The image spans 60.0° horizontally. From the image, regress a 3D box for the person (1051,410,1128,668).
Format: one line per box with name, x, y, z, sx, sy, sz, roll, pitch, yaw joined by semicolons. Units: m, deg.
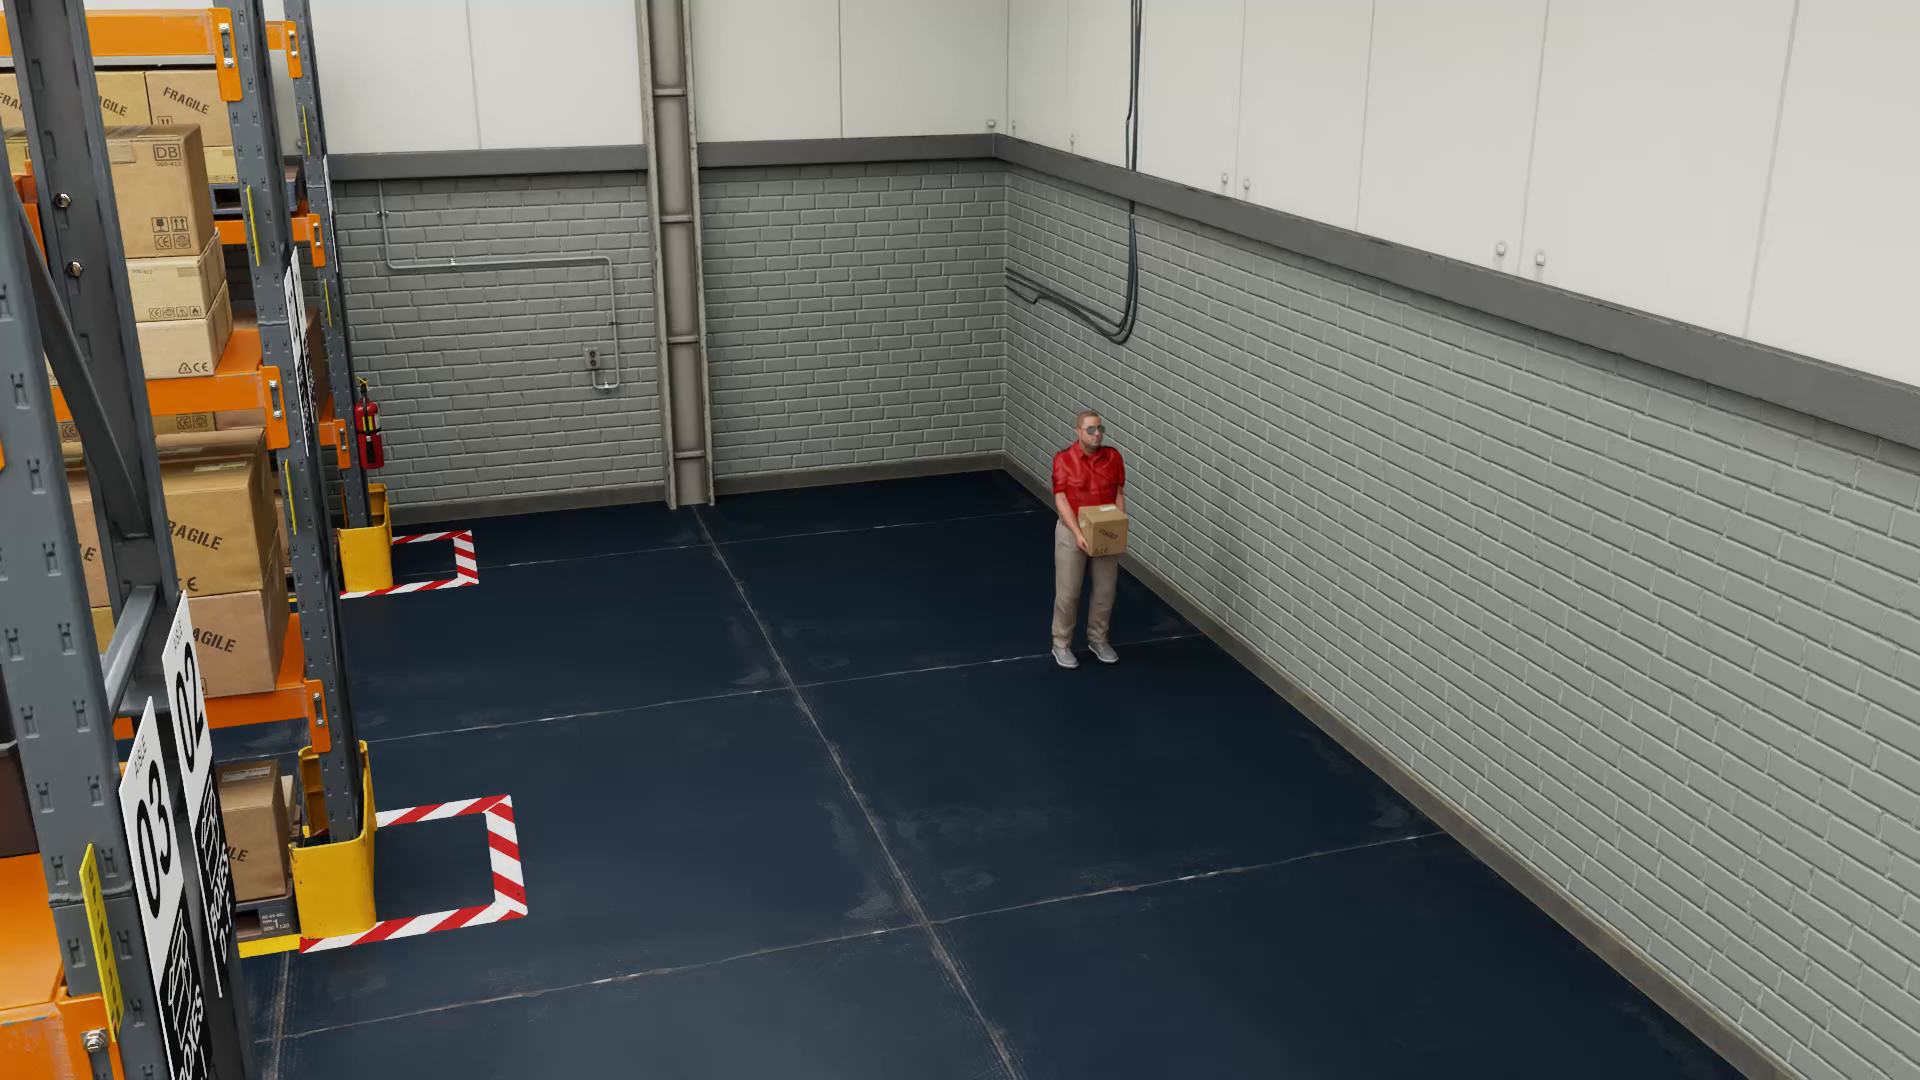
person;0.885;0.011;11.062;0.509;1.722;0.533;-6;20;-17
